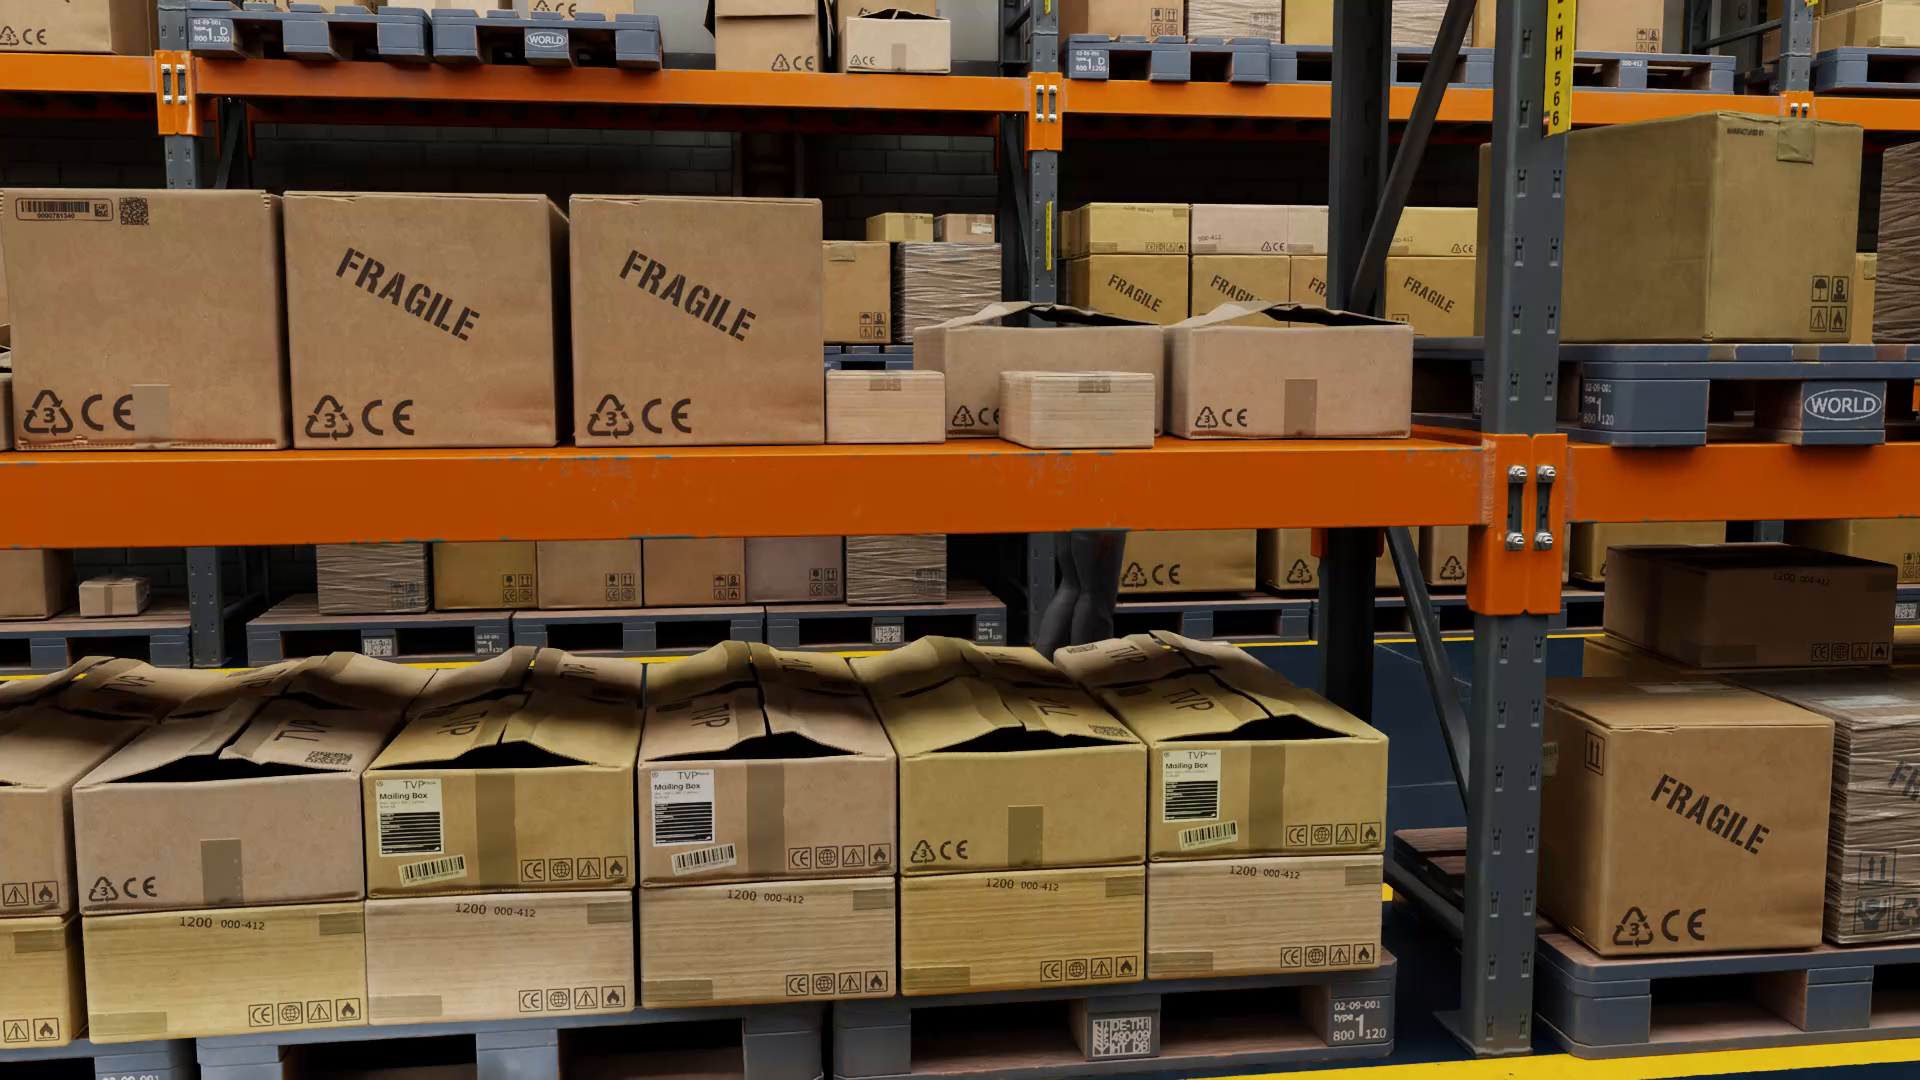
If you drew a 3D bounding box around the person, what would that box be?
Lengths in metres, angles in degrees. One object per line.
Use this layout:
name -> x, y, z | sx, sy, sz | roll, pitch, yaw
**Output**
person -> 0.510, -0.117, 6.864 | 0.455, 1.643, 0.476 | -2, 7, -19
